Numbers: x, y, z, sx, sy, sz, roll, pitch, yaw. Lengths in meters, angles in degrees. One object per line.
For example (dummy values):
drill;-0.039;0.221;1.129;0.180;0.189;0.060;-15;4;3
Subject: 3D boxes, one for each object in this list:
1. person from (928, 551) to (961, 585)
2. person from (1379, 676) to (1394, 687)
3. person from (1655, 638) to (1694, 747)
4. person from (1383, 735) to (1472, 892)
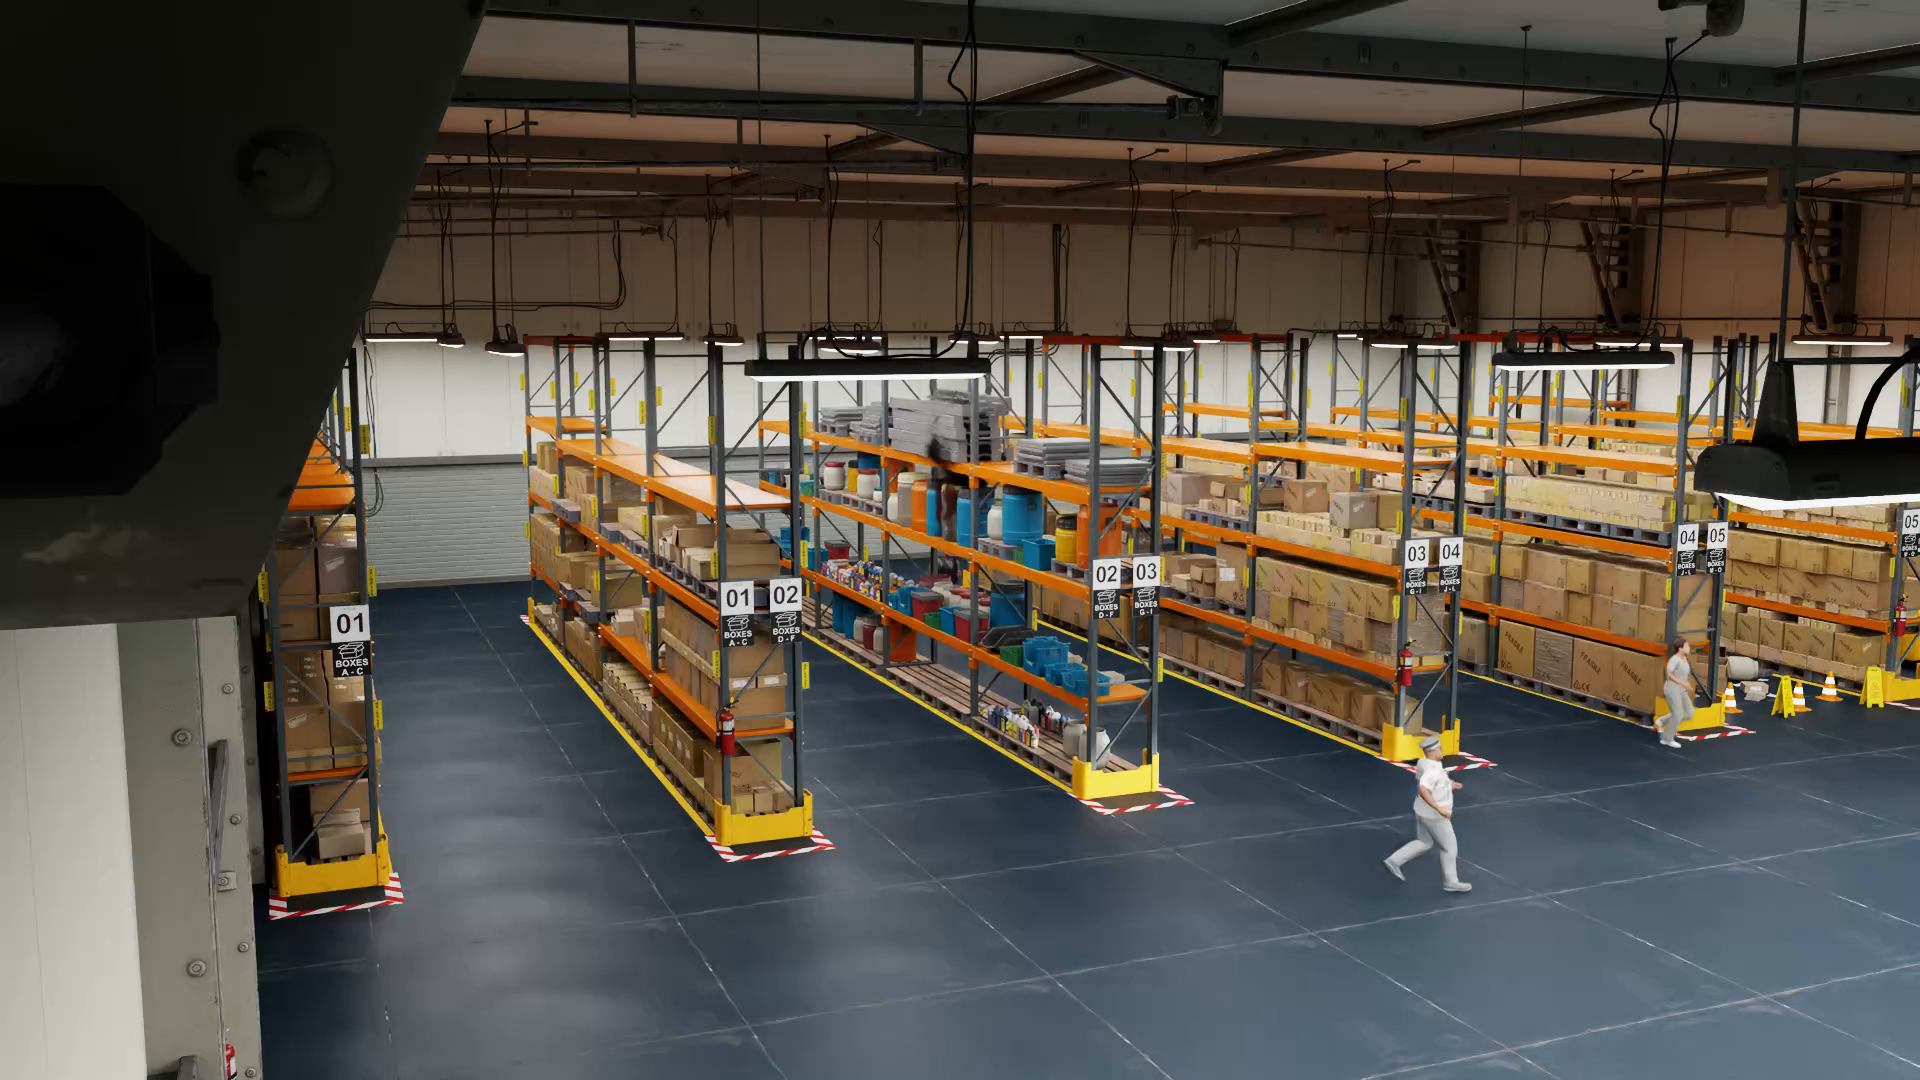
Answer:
person;-0.260;0.996;33.830;0.638;1.783;0.779;-5;9;-35
person;7.435;1.709;28.654;0.579;1.729;0.764;-6;9;-37
person;10.670;2.263;24.754;0.575;1.634;0.586;8;11;44
person;5.216;3.011;18.380;0.933;1.755;0.672;0;8;-2
